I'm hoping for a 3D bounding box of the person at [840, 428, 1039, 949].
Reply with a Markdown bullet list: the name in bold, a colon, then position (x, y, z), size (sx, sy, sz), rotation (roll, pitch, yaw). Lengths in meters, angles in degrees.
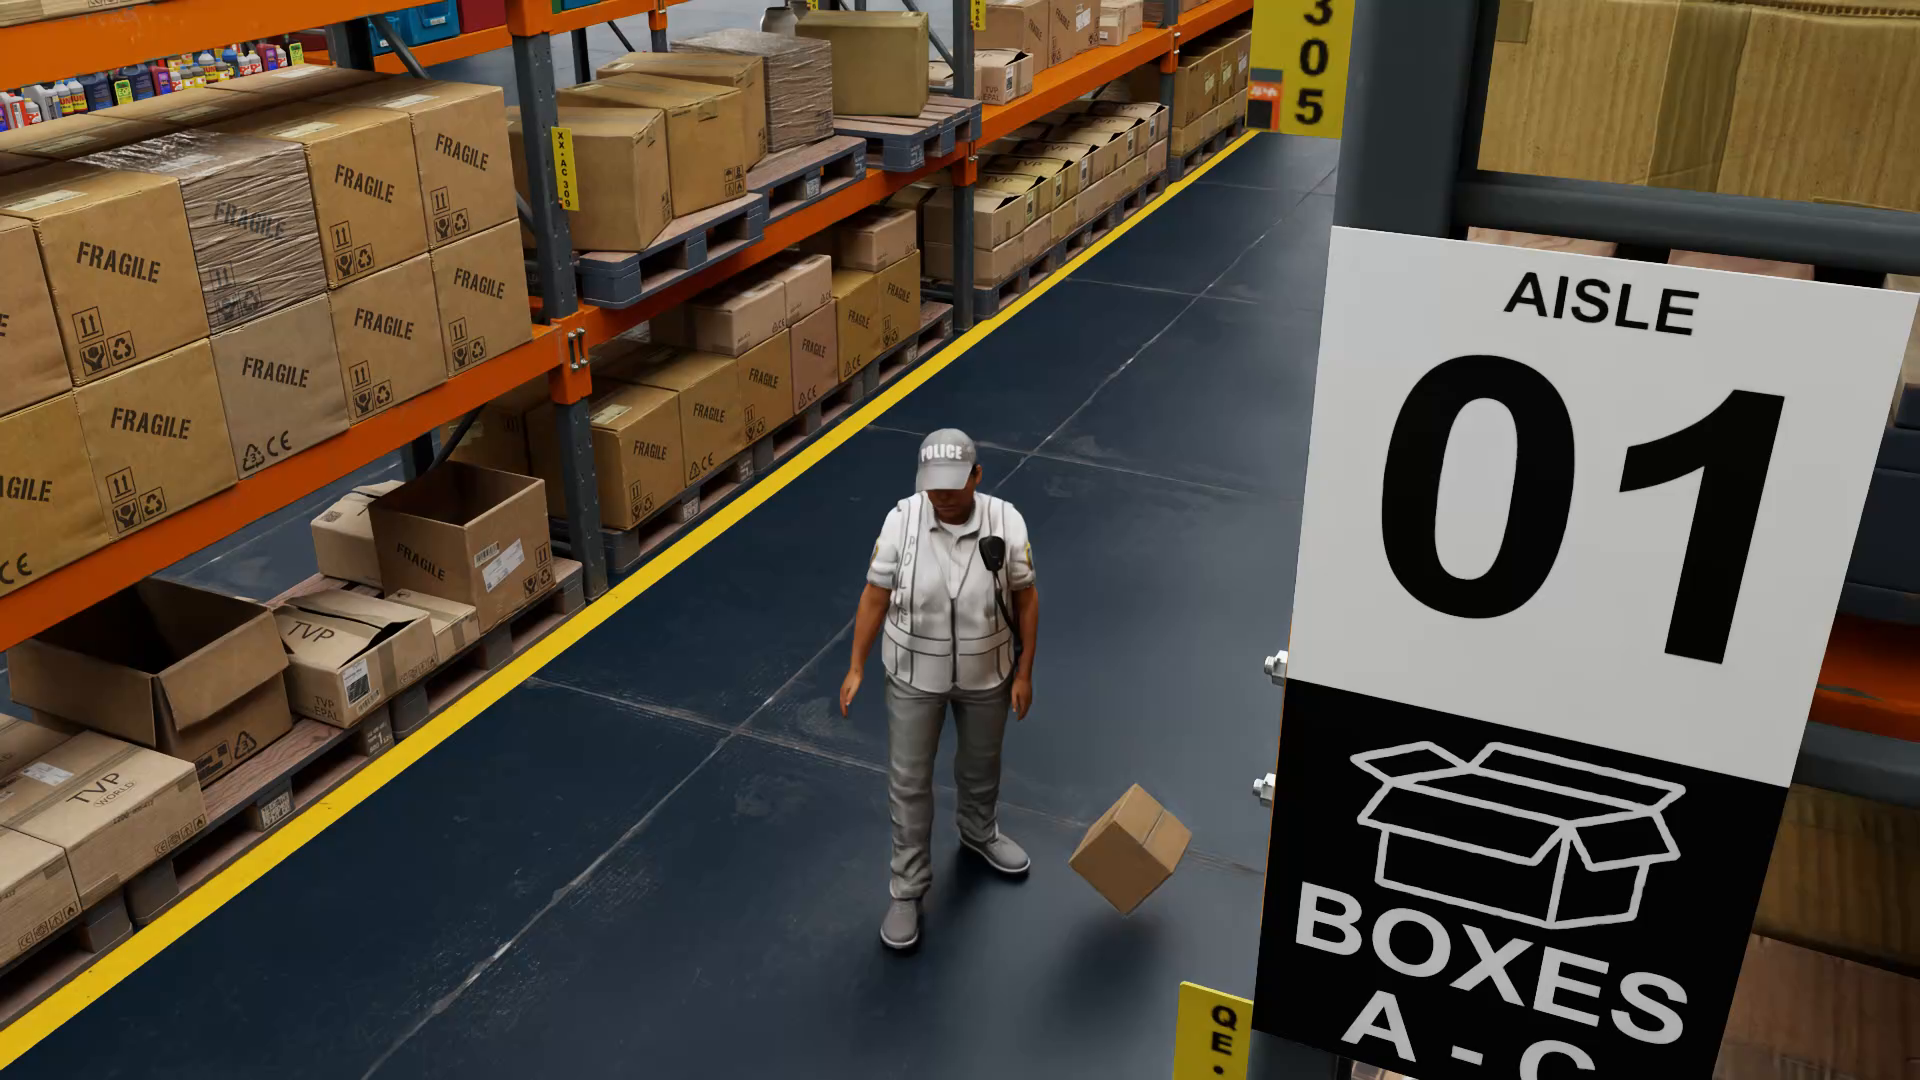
- **person**: position (-0.064, 0.436, 5.197), size (0.629, 1.651, 0.616), rotation (-2, 26, -5)
